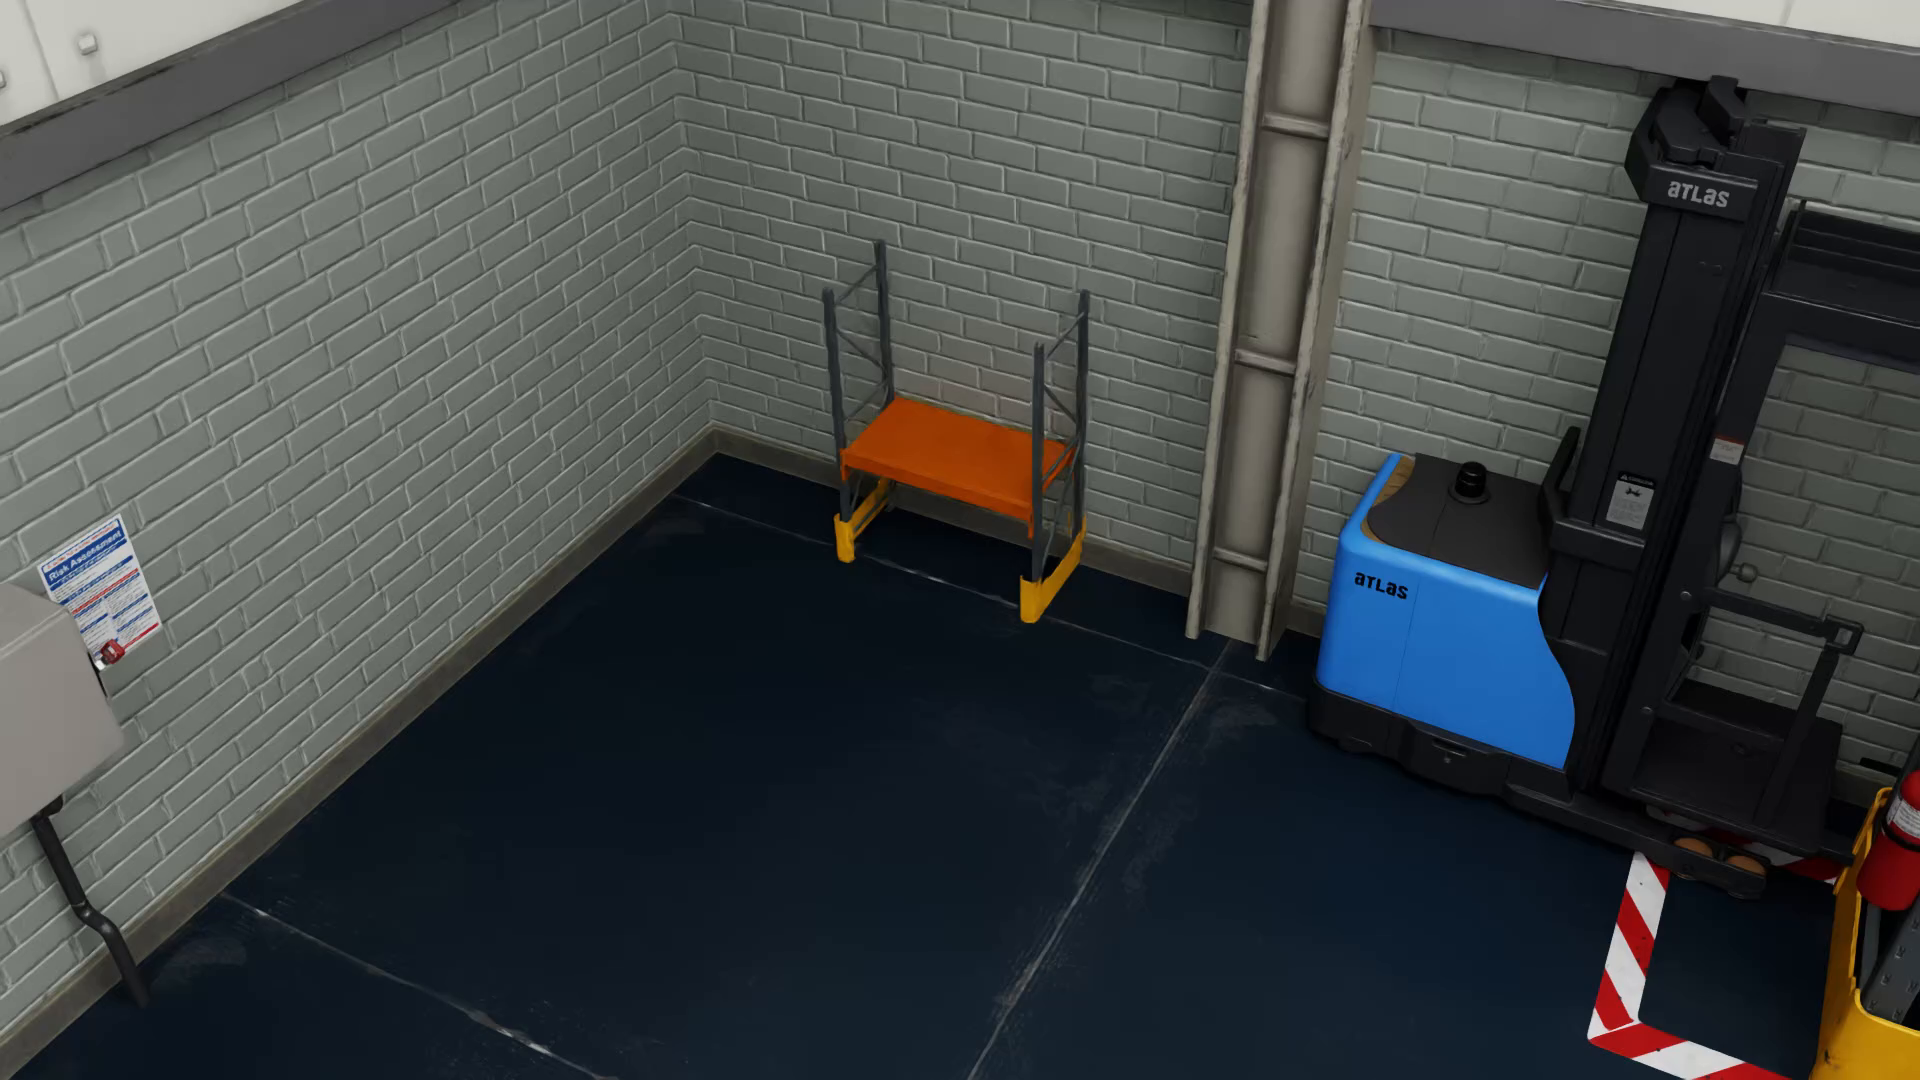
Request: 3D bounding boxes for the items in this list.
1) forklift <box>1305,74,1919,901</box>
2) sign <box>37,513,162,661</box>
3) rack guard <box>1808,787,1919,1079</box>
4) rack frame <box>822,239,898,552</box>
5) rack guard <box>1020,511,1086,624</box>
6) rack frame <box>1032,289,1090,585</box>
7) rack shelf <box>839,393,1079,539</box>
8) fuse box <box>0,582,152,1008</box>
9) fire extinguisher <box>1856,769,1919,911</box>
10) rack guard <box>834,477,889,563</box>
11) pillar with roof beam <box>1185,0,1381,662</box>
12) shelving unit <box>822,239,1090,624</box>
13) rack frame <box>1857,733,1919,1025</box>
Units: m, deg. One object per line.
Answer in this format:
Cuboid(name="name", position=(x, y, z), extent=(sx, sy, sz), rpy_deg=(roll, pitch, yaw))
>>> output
Cuboid(name="forklift", position=(3.021, -0.148, 6.041), extent=(3.031, 2.935, 1.130), rpy_deg=(19, 41, 23))
Cuboid(name="sign", position=(-2.895, 0.194, 5.612), extent=(0.001, 0.494, 0.329), rpy_deg=(17, 41, 21))
Cuboid(name="rack guard", position=(3.331, 1.472, 5.917), extent=(0.348, 0.500, 1.175), rpy_deg=(17, 41, 21))
Cuboid(name="rack frame", position=(-0.453, -0.641, 7.851), extent=(0.032, 1.500, 0.500), rpy_deg=(18, 43, 22))
Cuboid(name="rack guard", position=(0.444, 0.121, 7.877), extent=(0.087, 0.250, 0.587), rpy_deg=(18, 43, 22))
Cuboid(name="rack frame", position=(0.447, -0.356, 7.473), extent=(0.032, 1.500, 0.500), rpy_deg=(18, 43, 22))
Cuboid(name="rack shelf", position=(0.001, -0.359, 7.777), extent=(1.000, 0.185, 0.538), rpy_deg=(18, 43, 22))
Cuboid(name="fuse box", position=(-2.938, 0.992, 5.548), extent=(0.414, 1.711, 0.539), rpy_deg=(17, 41, 21))
Cuboid(name="fire extinguisher", position=(2.920, 0.842, 5.052), extent=(0.183, 0.674, 0.296), rpy_deg=(17, 41, 21))
Cuboid(name="rack guard", position=(-0.437, -0.158, 8.248), extent=(0.087, 0.250, 0.587), rpy_deg=(18, 43, 22))
Cuboid(name="pillar with roof beam", position=(-0.696, -0.857, 1.956), extent=(0.400, 9.000, 9.100), rpy_deg=(17, 41, 21))
Cuboid(name="shelving unit", position=(-0.011, -0.501, 7.666), extent=(1.083, 1.500, 0.587), rpy_deg=(18, 43, 22))
Cuboid(name="rack frame", position=(3.263, 0.455, 5.189), extent=(0.127, 3.000, 1.000), rpy_deg=(17, 41, 21))
